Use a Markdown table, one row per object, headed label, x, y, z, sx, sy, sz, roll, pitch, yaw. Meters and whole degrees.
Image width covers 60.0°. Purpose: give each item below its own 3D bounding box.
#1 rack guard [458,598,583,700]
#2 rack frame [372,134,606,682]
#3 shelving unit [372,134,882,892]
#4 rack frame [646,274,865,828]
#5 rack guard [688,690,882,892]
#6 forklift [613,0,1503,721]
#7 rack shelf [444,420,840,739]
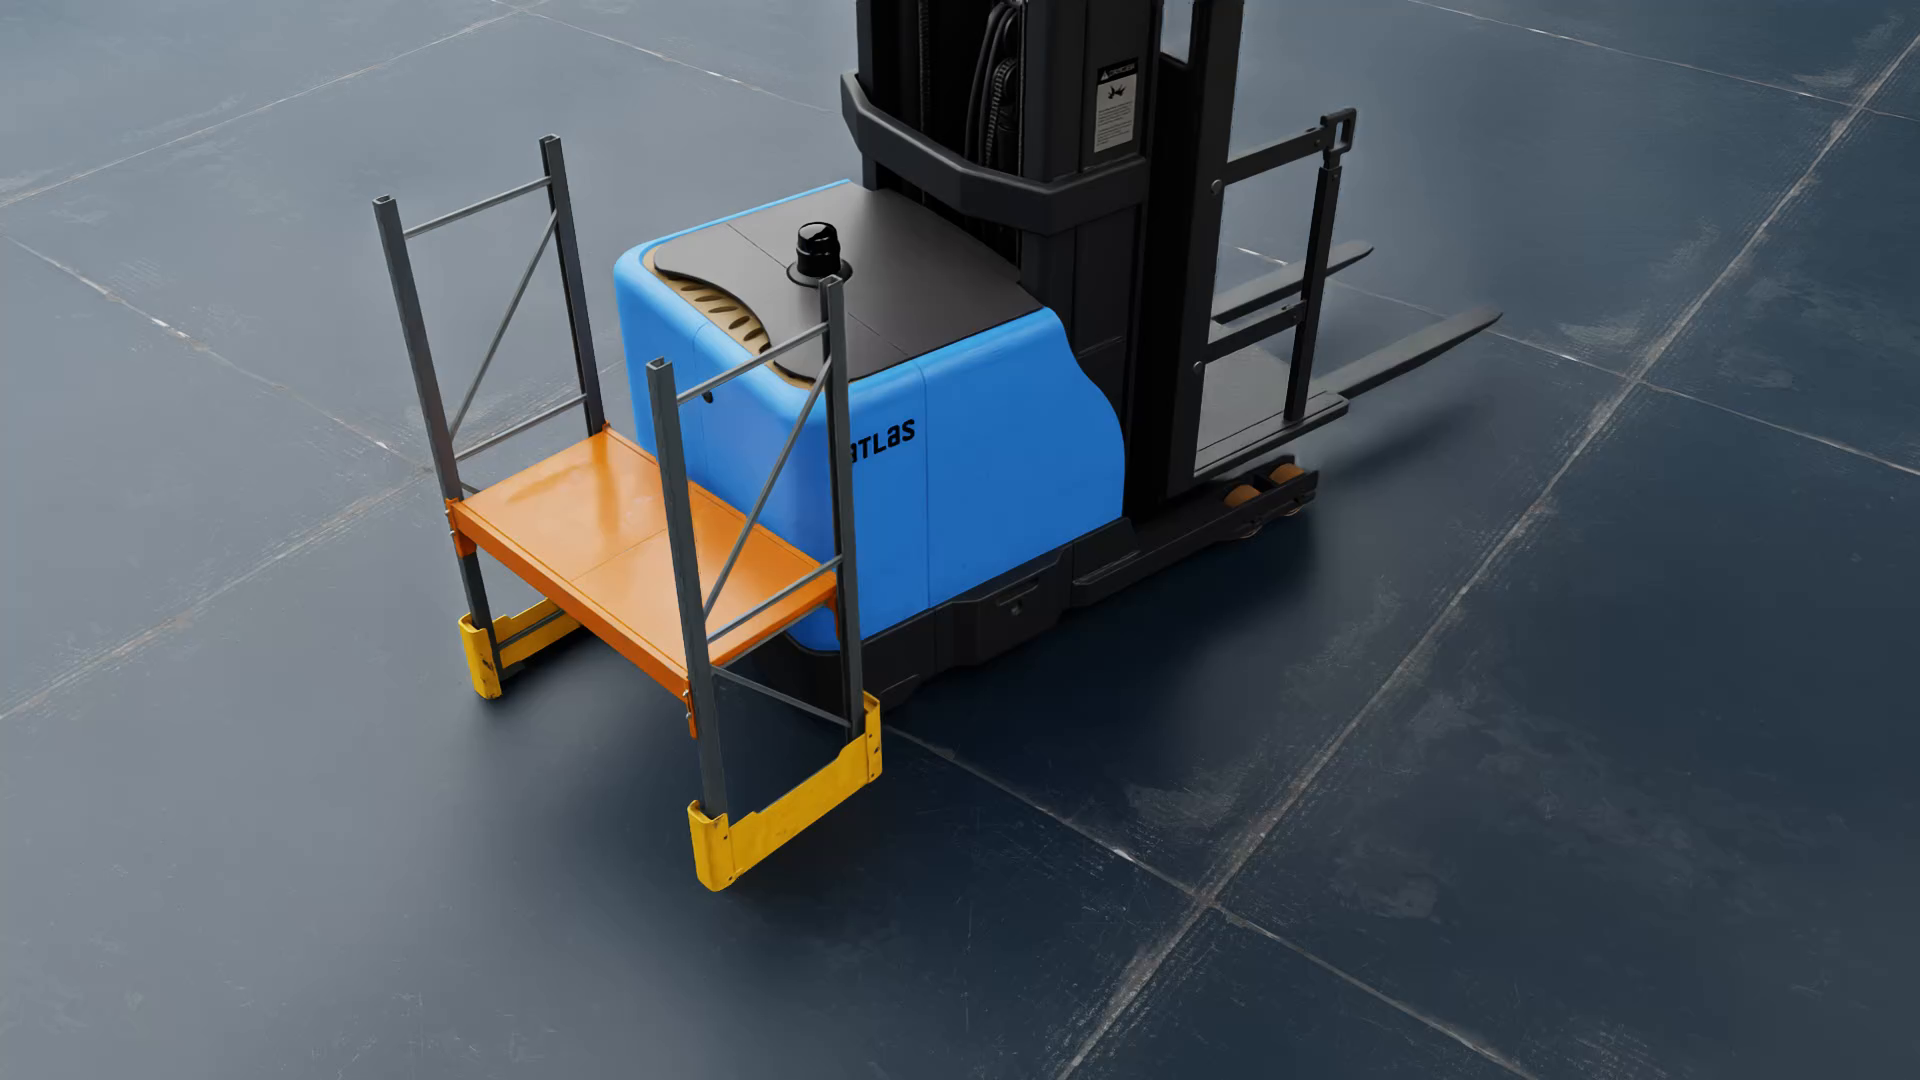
| label | x | y | z | sx | sy | sz | roll | pitch | yaw |
| --- | --- | --- | --- | --- | --- | --- | --- | --- | --- |
| rack guard | -1.150 | 0.207 | 4.782 | 0.087 | 0.250 | 0.587 | 31 | 47 | 33 |
| rack frame | -1.164 | -0.293 | 4.408 | 0.032 | 1.500 | 0.500 | 31 | 47 | 33 |
| shelving unit | -0.792 | -0.072 | 4.125 | 1.083 | 1.500 | 0.587 | 31 | 47 | 33 |
| rack frame | -0.432 | 0.142 | 3.852 | 0.032 | 1.500 | 0.500 | 31 | 47 | 33 |
| rack guard | -0.433 | 0.633 | 4.238 | 0.087 | 0.250 | 0.587 | 31 | 47 | 33 |
| forklift | 0.526 | -1.397 | 4.657 | 3.031 | 2.935 | 1.130 | -25 | 44 | -28 |
| rack shelf | -0.798 | 0.066 | 4.241 | 1.000 | 0.185 | 0.538 | 31 | 47 | 33 |
